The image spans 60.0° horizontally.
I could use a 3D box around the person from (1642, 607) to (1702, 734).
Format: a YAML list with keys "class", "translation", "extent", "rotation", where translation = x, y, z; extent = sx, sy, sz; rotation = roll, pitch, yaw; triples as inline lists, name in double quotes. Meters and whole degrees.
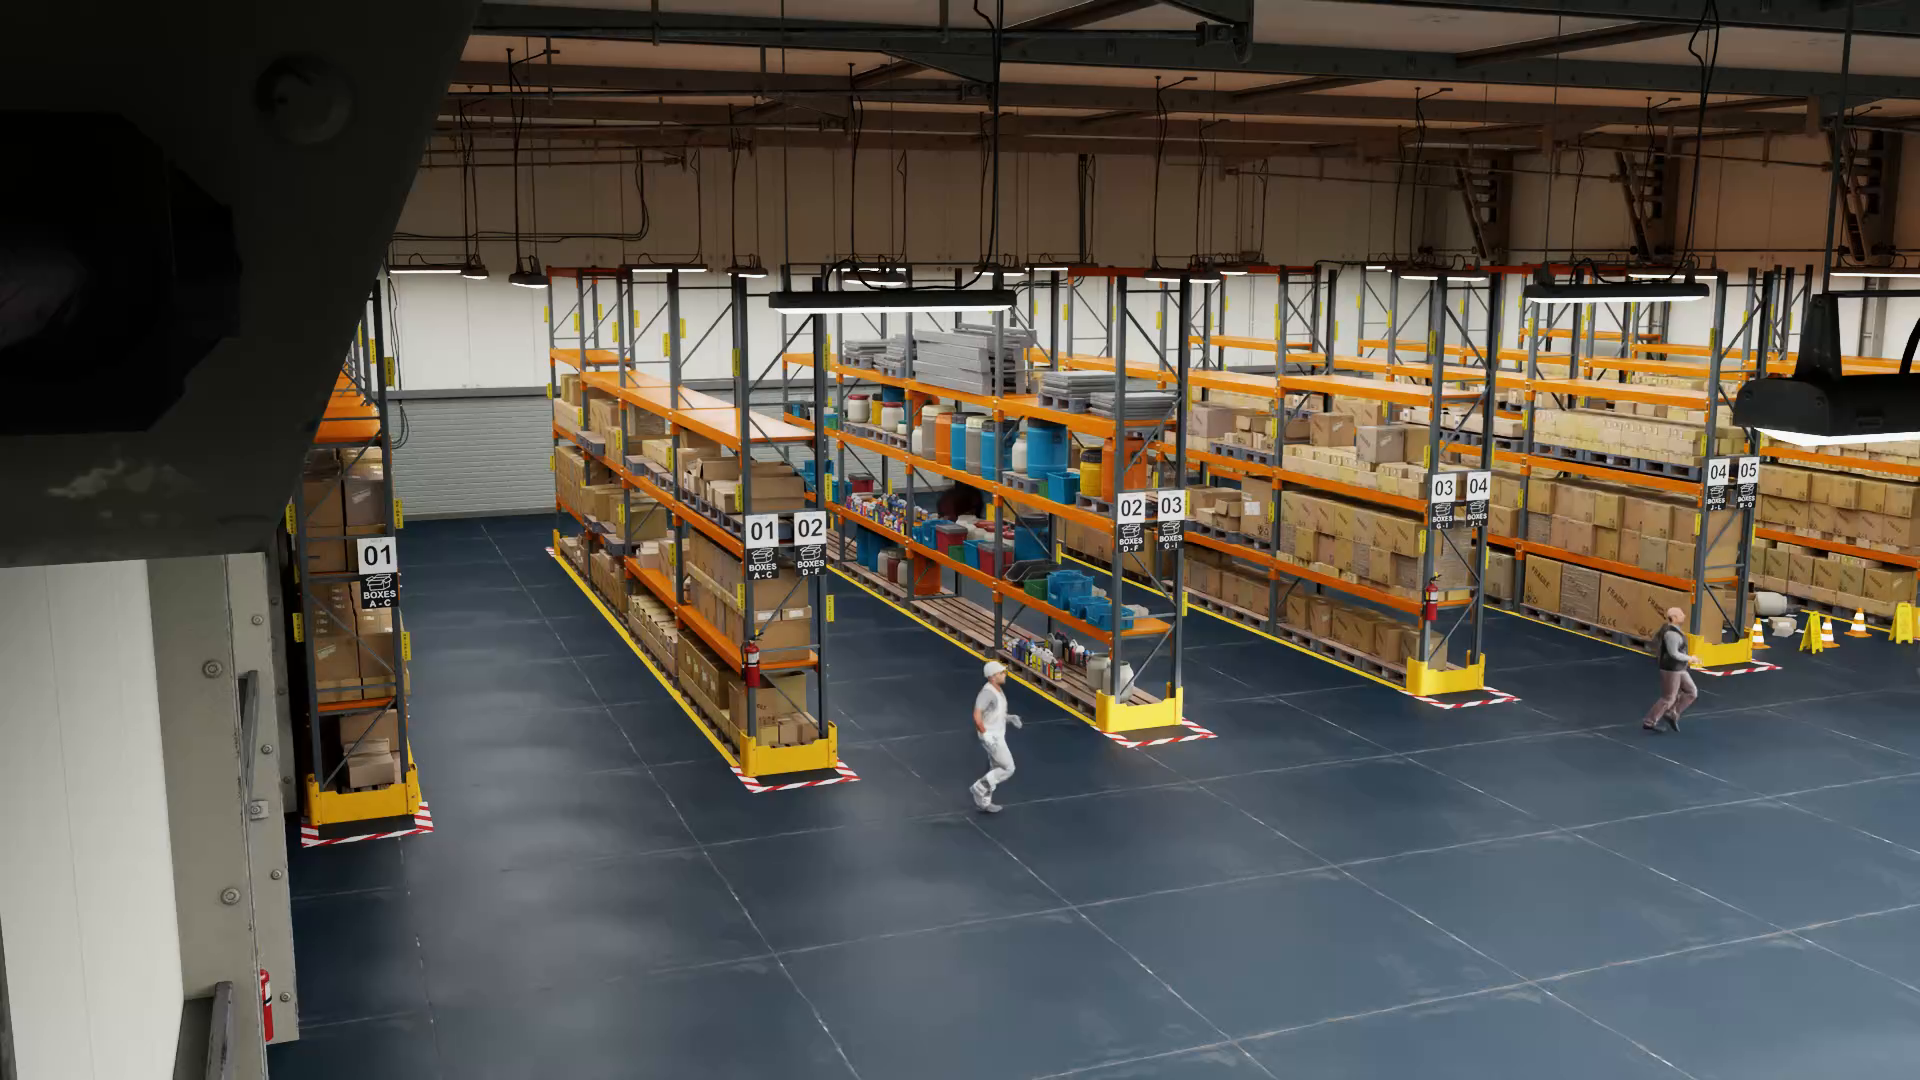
- class: "person"
  translation: [9.391, 1.723, 21.892]
  extent: [0.667, 1.718, 0.659]
  rotation: [4, 11, 24]

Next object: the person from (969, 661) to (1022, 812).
- class: "person"
  translation: [0.404, 2.223, 18.851]
  extent: [0.583, 1.749, 0.668]
  rotation: [1, 10, 6]
